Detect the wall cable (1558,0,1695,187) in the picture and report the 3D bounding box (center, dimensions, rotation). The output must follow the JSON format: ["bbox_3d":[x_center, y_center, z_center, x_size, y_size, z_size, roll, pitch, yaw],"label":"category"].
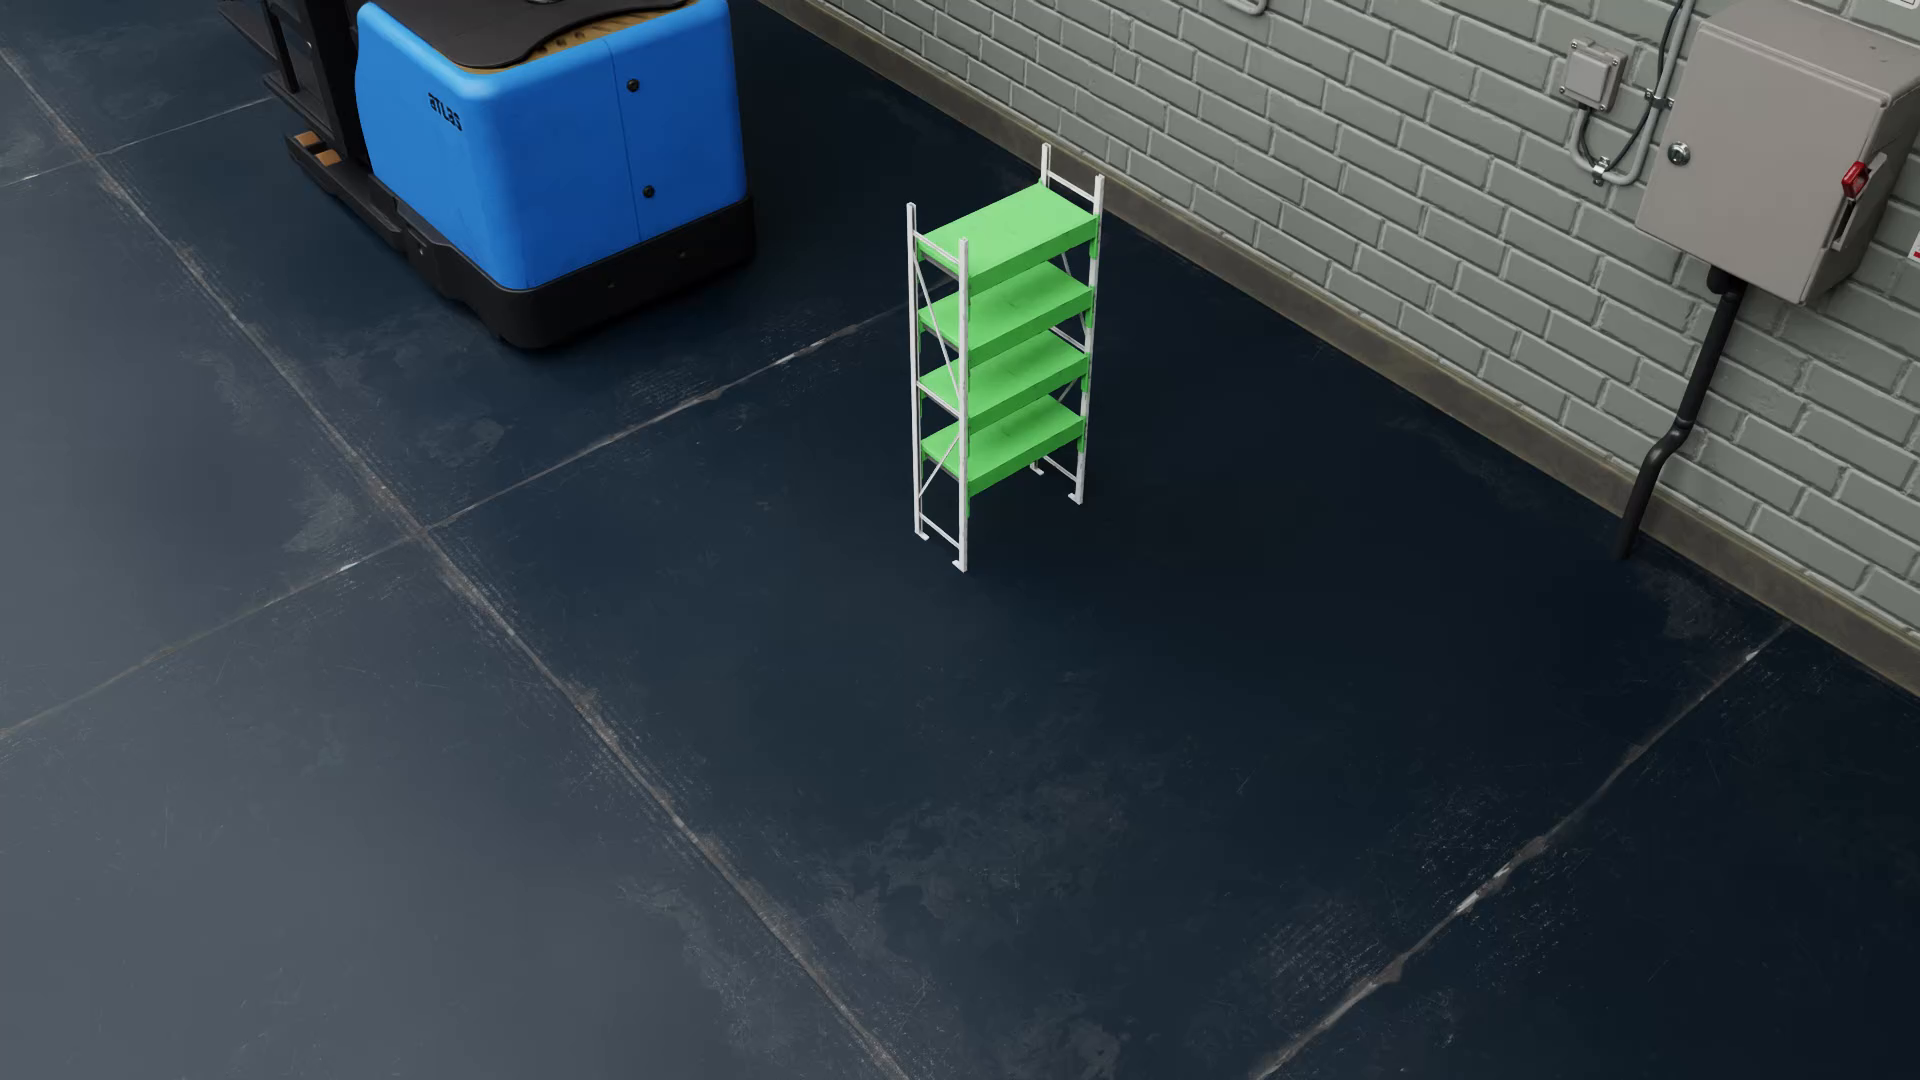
[{"bbox_3d":[1.739,-1.819,4.253,0.122,1.984,0.588,-30,51,-28],"label":"wall cable"}]

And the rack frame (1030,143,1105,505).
[{"bbox_3d":[0.314,-0.617,5.031,0.015,1.200,0.240,-30,51,-28],"label":"rack frame"}]

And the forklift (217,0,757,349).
[{"bbox_3d":[-2.112,-2.681,5.964,1.130,2.935,3.031,-30,51,-28],"label":"forklift"}]

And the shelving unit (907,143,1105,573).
[{"bbox_3d":[0.127,-0.510,4.917,0.503,1.200,0.258,-30,51,-28],"label":"shelving unit"}]

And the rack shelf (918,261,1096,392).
[{"bbox_3d":[0.127,-0.638,4.796,0.480,0.148,0.258,-30,51,-28],"label":"rack shelf"}]

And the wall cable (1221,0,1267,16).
[{"bbox_3d":[0.820,-2.570,5.030,0.123,1.953,0.585,-30,51,-28],"label":"wall cable"}]

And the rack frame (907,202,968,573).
[{"bbox_3d":[-0.060,-0.403,4.803,0.015,1.200,0.240,-30,51,-28],"label":"rack frame"}]

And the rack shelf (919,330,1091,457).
[{"bbox_3d":[0.127,-0.464,4.960,0.480,0.148,0.258,-30,51,-28],"label":"rack shelf"}]

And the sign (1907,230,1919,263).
[{"bbox_3d":[2.532,-0.818,3.999,0.001,0.494,0.329,-30,51,-28],"label":"sign"}]

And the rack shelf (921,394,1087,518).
[{"bbox_3d":[0.127,-0.289,5.125,0.480,0.148,0.258,-30,51,-28],"label":"rack shelf"}]

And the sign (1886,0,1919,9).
[{"bbox_3d":[2.179,-1.442,3.991,0.001,0.242,0.339,-30,51,-28],"label":"sign"}]

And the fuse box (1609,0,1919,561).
[{"bbox_3d":[2.056,-0.551,4.587,0.414,1.711,0.539,-30,51,-28],"label":"fuse box"}]

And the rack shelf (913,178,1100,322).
[{"bbox_3d":[0.127,-0.813,4.632,0.480,0.148,0.258,-30,51,-28],"label":"rack shelf"}]
